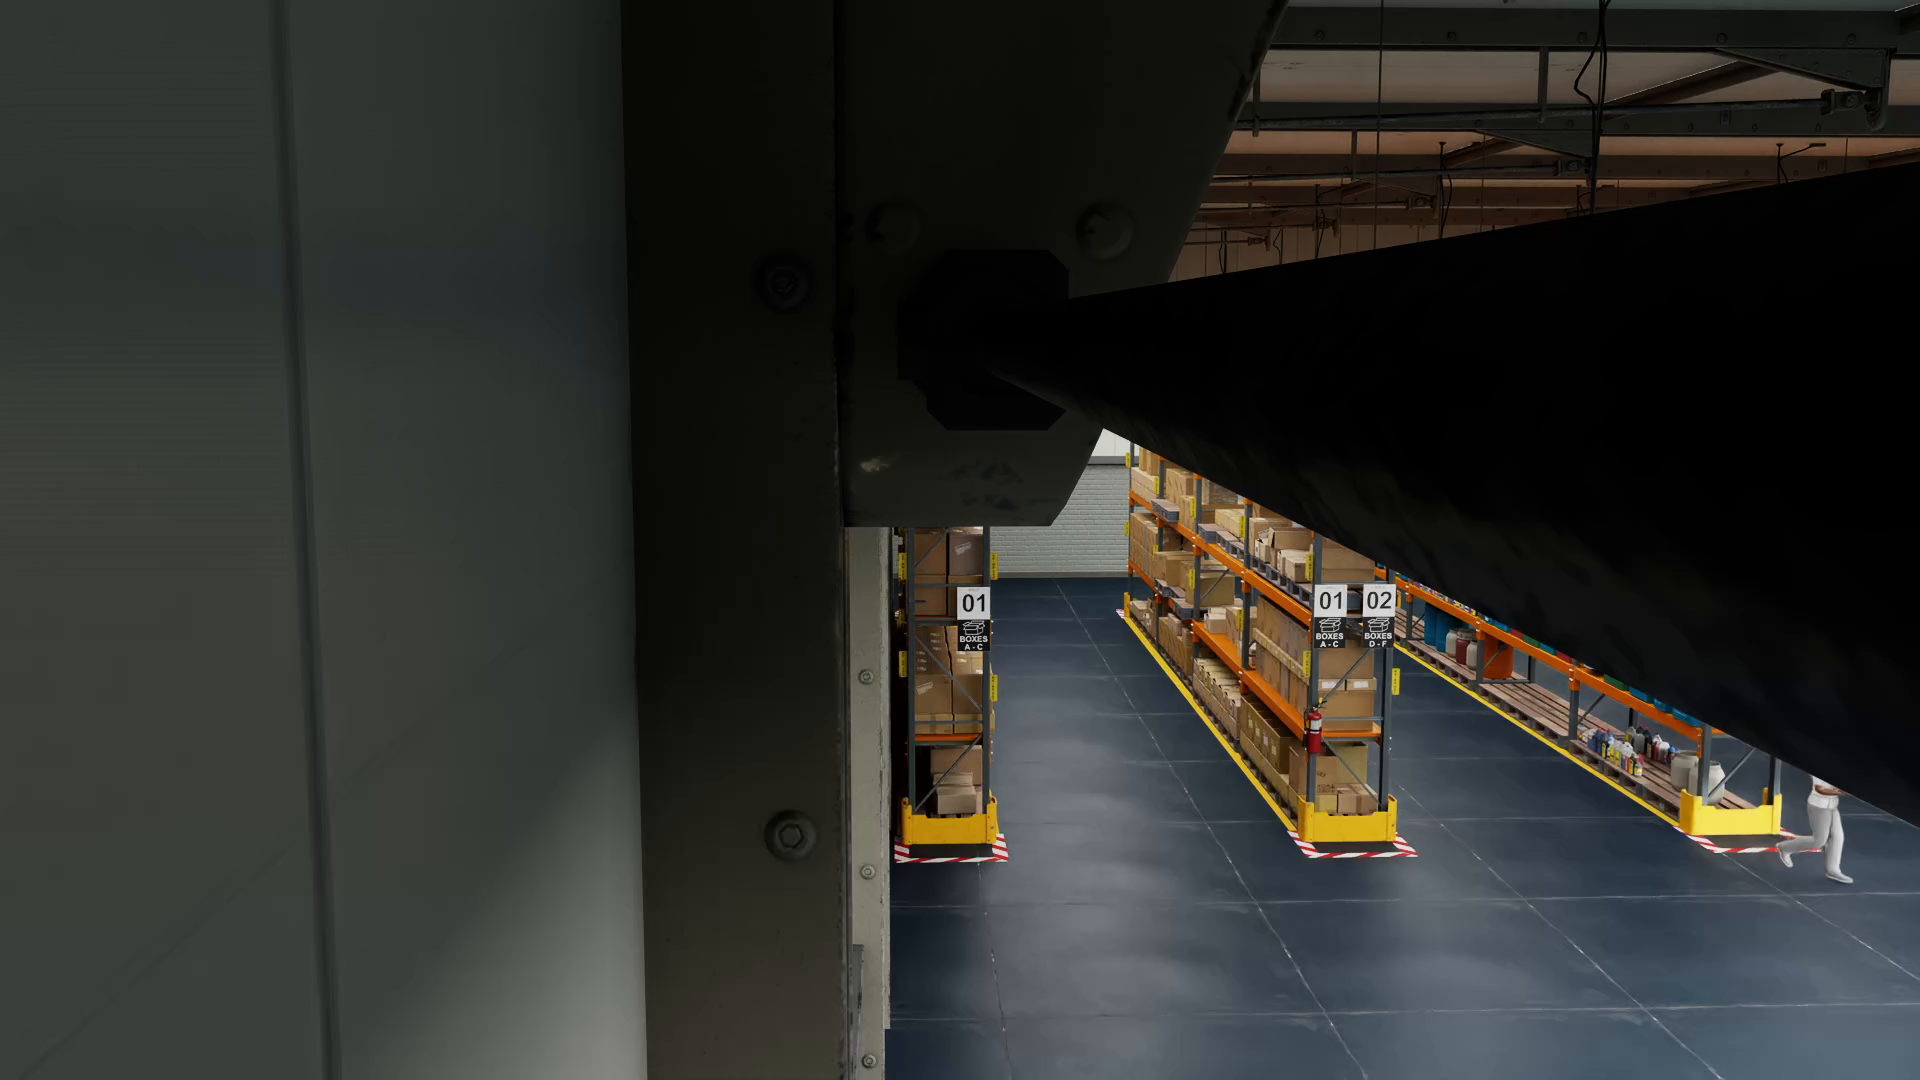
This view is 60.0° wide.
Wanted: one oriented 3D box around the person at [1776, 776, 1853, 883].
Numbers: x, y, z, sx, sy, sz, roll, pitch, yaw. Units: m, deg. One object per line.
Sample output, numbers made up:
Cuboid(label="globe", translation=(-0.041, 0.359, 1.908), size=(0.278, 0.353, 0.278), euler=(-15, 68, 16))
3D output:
Cuboid(label="person", translation=(9.873, 3.051, 19.119), size=(0.811, 1.679, 0.594), euler=(6, 10, 40))
